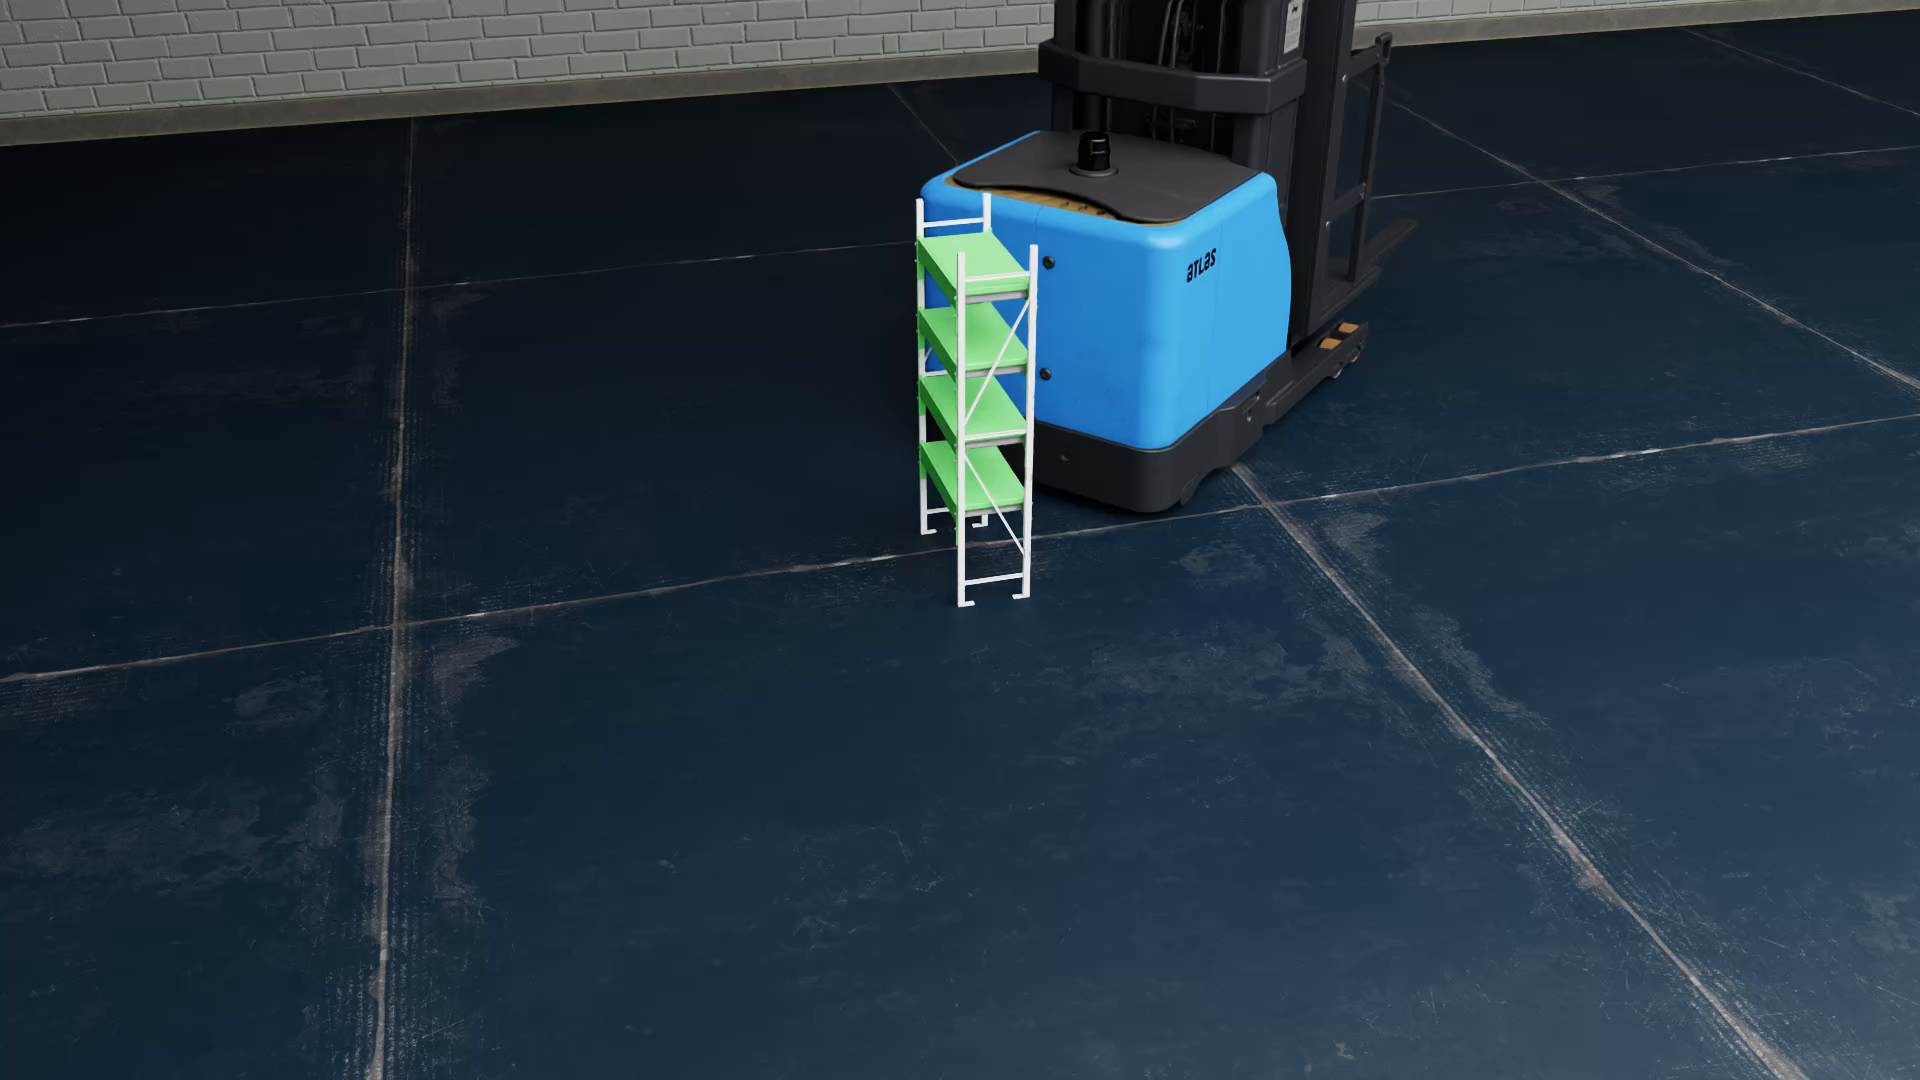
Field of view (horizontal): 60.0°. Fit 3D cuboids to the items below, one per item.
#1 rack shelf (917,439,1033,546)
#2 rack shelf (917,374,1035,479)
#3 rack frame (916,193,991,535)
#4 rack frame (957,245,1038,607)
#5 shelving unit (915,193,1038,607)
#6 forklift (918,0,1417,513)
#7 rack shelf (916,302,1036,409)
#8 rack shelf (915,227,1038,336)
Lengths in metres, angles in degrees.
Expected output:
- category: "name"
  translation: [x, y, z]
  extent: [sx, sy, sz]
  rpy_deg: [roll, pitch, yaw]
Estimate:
- category: "rack shelf"
  translation: [0.044, -0.176, 5.464]
  extent: [0.258, 0.148, 0.480]
  rpy_deg: [-8, 31, -13]
- category: "rack shelf"
  translation: [0.044, -0.384, 5.343]
  extent: [0.258, 0.148, 0.480]
  rpy_deg: [-8, 31, -13]
- category: "rack frame"
  translation: [-0.021, -0.557, 5.515]
  extent: [0.240, 1.200, 0.015]
  rpy_deg: [-8, 31, -13]
- category: "rack frame"
  translation: [0.109, -0.321, 5.108]
  extent: [0.240, 1.200, 0.015]
  rpy_deg: [-8, 31, -13]
- category: "shelving unit"
  translation: [0.044, -0.439, 5.311]
  extent: [0.258, 1.200, 0.503]
  rpy_deg: [-8, 31, -13]
- category: "forklift"
  translation: [1.073, -2.058, 6.379]
  extent: [1.130, 2.935, 3.031]
  rpy_deg: [18, 35, 28]
- category: "rack shelf"
  translation: [0.044, -0.592, 5.223]
  extent: [0.258, 0.148, 0.480]
  rpy_deg: [-8, 31, -13]
- category: "rack shelf"
  translation: [0.044, -0.799, 5.103]
  extent: [0.258, 0.148, 0.480]
  rpy_deg: [-8, 31, -13]
